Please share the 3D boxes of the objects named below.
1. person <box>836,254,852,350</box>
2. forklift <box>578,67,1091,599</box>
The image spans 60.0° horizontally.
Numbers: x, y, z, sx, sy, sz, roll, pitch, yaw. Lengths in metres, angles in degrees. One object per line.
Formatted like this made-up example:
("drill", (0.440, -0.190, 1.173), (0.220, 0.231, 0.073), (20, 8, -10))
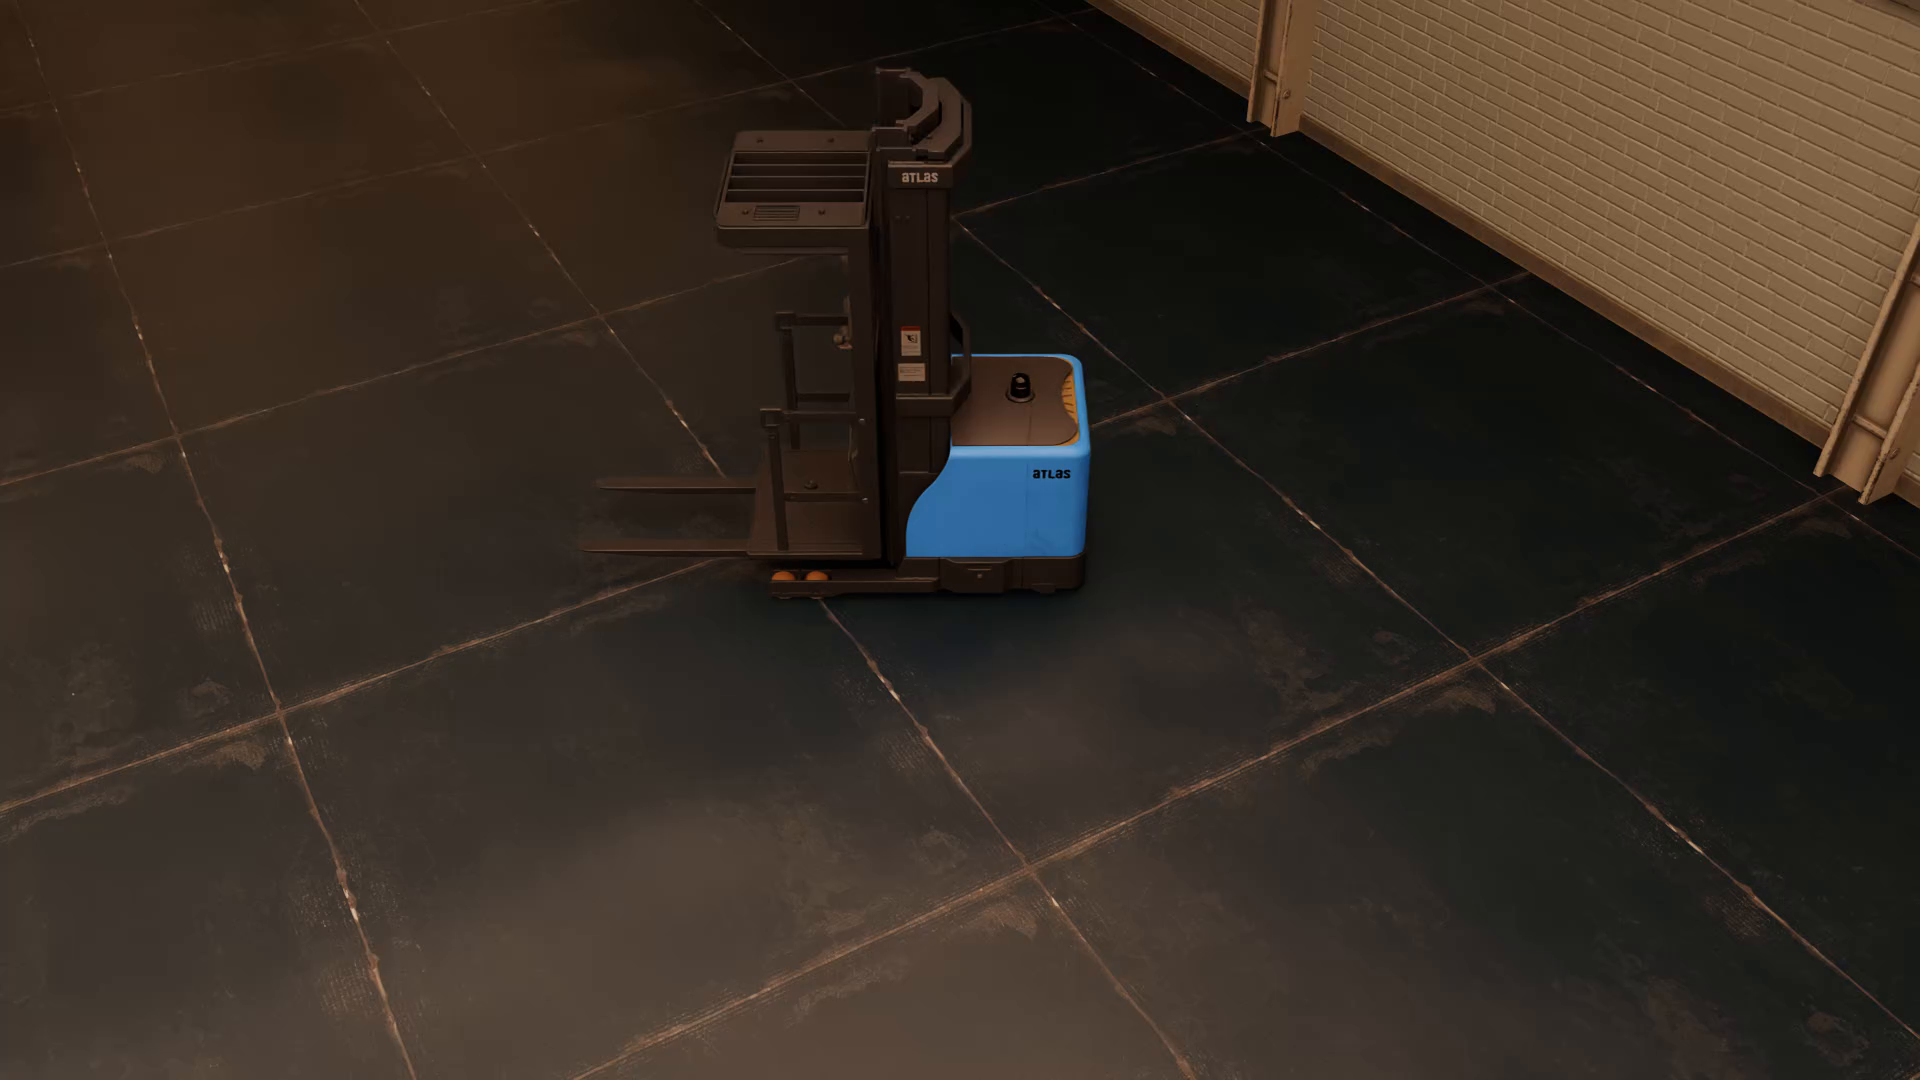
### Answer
("person", (-0.652, -2.039, 11.515), (0.469, 1.636, 0.658), (-12, 41, -14))
("forklift", (-0.767, -1.116, 9.382), (3.031, 2.935, 1.130), (0, 40, 0))
